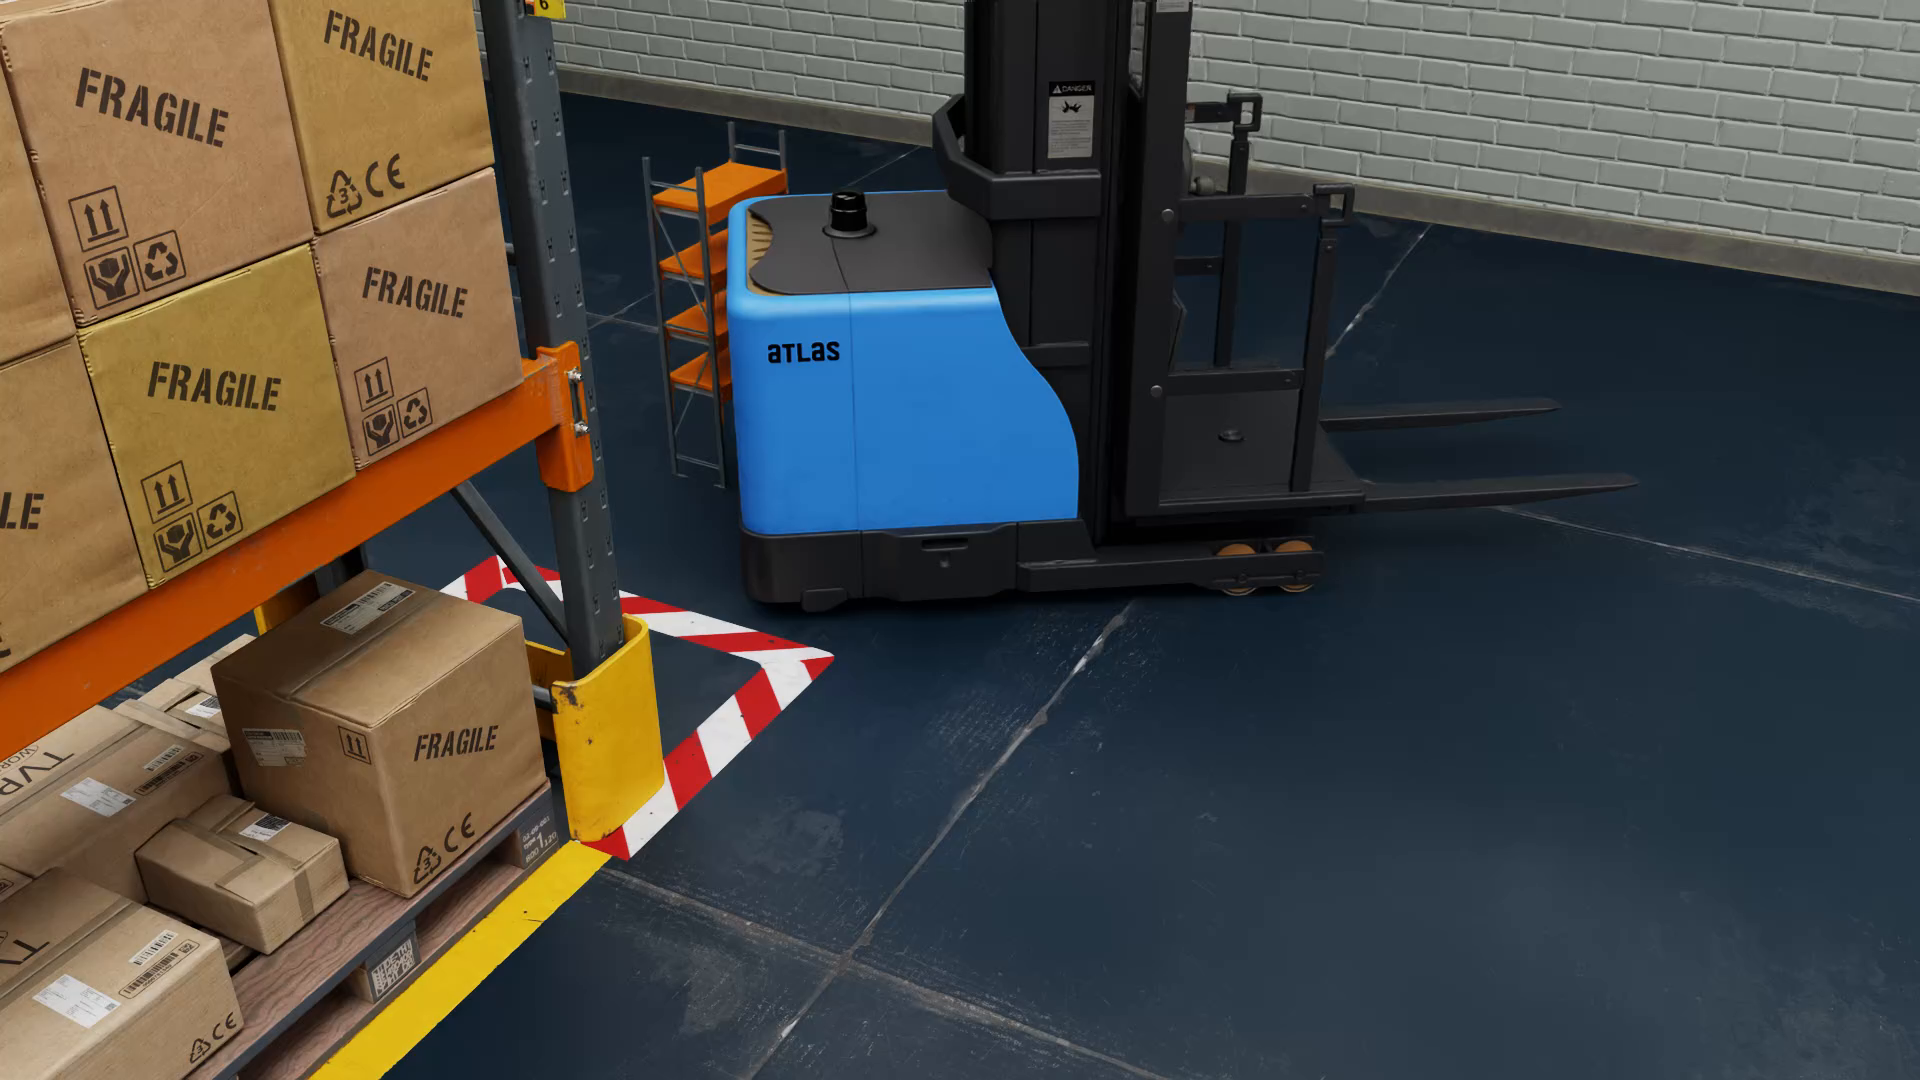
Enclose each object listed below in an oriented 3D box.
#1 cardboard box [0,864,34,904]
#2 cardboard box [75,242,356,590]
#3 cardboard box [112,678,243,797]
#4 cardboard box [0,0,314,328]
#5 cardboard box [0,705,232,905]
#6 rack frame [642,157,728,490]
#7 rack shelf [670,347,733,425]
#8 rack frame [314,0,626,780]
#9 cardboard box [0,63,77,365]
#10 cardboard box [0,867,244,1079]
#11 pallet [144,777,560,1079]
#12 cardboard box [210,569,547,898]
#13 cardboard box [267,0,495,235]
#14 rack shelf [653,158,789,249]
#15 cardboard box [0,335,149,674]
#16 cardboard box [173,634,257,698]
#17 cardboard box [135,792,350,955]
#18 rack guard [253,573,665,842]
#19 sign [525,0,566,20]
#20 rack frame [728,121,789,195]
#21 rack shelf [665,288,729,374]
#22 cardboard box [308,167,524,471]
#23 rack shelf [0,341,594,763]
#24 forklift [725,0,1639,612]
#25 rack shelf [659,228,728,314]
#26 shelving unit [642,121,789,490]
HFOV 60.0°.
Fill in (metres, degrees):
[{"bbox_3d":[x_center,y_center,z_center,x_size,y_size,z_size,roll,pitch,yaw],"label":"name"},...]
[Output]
[{"bbox_3d":[-2.312,0.883,3.519,0.500,0.250,0.500,14,33,23],"label":"cardboard box"},{"bbox_3d":[-1.551,-0.290,3.143,0.500,0.500,0.500,15,33,24],"label":"cardboard box"},{"bbox_3d":[-1.966,0.518,4.239,0.380,0.166,0.250,14,33,23],"label":"cardboard box"},{"bbox_3d":[-1.543,-0.731,2.907,0.500,0.500,0.500,15,33,25],"label":"cardboard box"},{"bbox_3d":[-2.084,0.662,3.905,0.500,0.250,0.500,14,33,23],"label":"cardboard box"},{"bbox_3d":[-0.957,-0.734,5.823,0.240,1.200,0.015,15,33,25],"label":"rack frame"},{"bbox_3d":[-0.839,-0.610,6.141,0.258,0.148,0.480,15,33,25],"label":"rack shelf"},{"bbox_3d":[-1.356,-0.738,4.023,1.000,3.000,0.127,14,33,23],"label":"rack frame"},{"bbox_3d":[-1.775,-0.500,2.505,0.500,0.500,0.500,15,33,25],"label":"cardboard box"},{"bbox_3d":[-1.844,0.975,3.360,0.500,0.250,0.500,14,33,23],"label":"cardboard box"},{"bbox_3d":[-1.753,0.859,4.043,1.003,0.211,1.213,14,33,23],"label":"pallet"},{"bbox_3d":[-1.384,0.452,4.019,0.500,0.500,0.500,14,33,23],"label":"cardboard box"},{"bbox_3d":[-1.314,-0.955,3.297,0.500,0.500,0.500,14,33,23],"label":"cardboard box"},{"bbox_3d":[-0.839,-1.181,5.813,0.258,0.148,0.480,15,33,25],"label":"rack shelf"},{"bbox_3d":[-1.783,-0.071,2.760,0.500,0.500,0.500,15,33,24],"label":"cardboard box"},{"bbox_3d":[-1.853,0.415,4.436,0.380,0.149,0.250,14,33,23],"label":"cardboard box"},{"bbox_3d":[-1.649,0.756,3.825,0.380,0.166,0.250,14,33,23],"label":"cardboard box"},{"bbox_3d":[-1.390,0.379,4.587,1.175,0.500,0.348,14,33,23],"label":"rack guard"},{"bbox_3d":[-0.871,-1.243,3.422,0.100,0.325,0.005,14,33,23],"label":"sign"},{"bbox_3d":[-0.722,-0.947,6.194,0.240,1.200,0.015,15,33,25],"label":"rack frame"},{"bbox_3d":[-0.839,-0.782,6.042,0.258,0.148,0.480,15,33,25],"label":"rack shelf"},{"bbox_3d":[-1.318,-0.521,3.545,0.500,0.500,0.500,15,33,25],"label":"cardboard box"},{"bbox_3d":[-2.267,0.460,2.659,1.077,0.370,4.000,14,33,23],"label":"rack shelf"},{"bbox_3d":[0.762,-1.348,5.154,3.031,2.935,1.130,-3,30,-6],"label":"forklift"},{"bbox_3d":[-0.839,-0.976,5.931,0.258,0.148,0.480,15,33,25],"label":"rack shelf"},{"bbox_3d":[-0.839,-0.840,6.009,0.258,1.200,0.503,15,33,25],"label":"shelving unit"}]
